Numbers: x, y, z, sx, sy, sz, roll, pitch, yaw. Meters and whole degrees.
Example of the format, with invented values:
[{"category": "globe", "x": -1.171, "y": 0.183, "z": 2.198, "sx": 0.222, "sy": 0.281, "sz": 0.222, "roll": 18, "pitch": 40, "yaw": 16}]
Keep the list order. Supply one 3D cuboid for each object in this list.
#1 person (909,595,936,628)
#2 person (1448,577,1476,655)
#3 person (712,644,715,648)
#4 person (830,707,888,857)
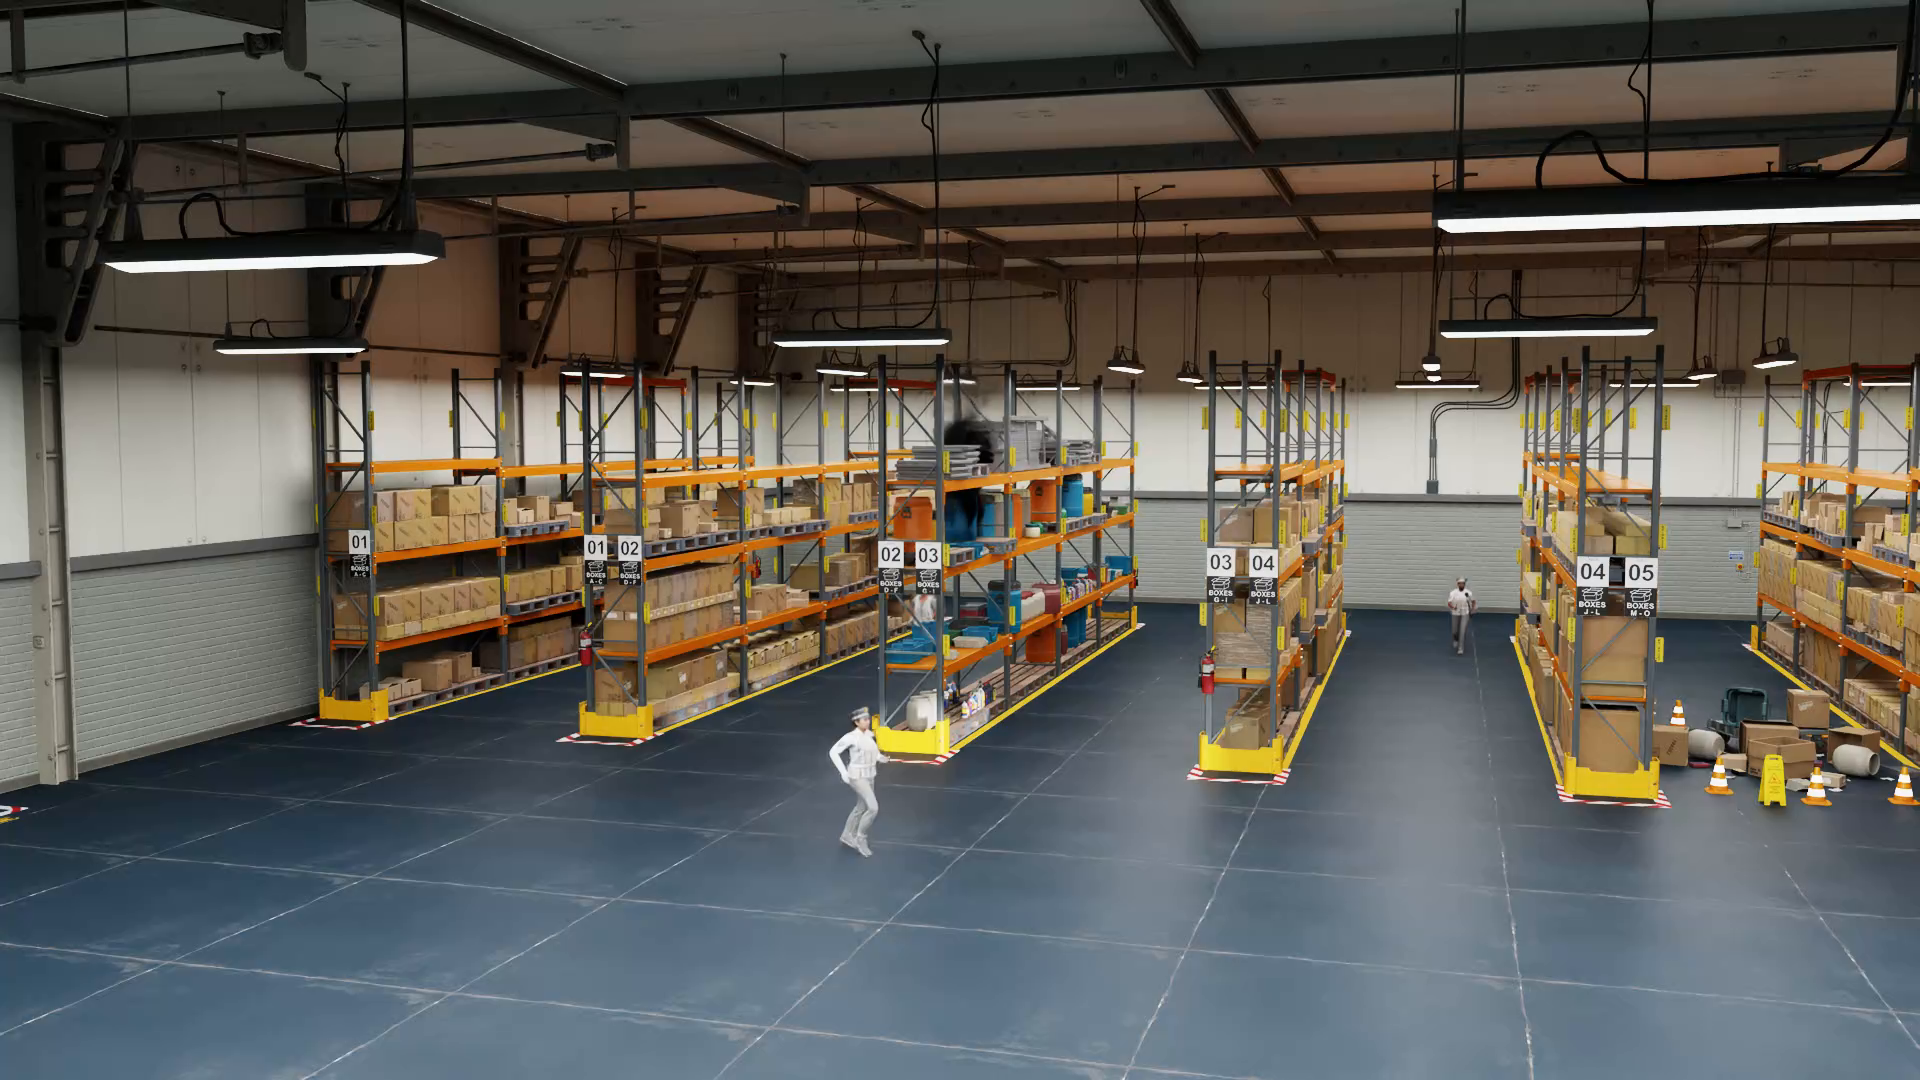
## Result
[{"category": "person", "x": -0.718, "y": 1.731, "z": 33.502, "sx": 0.657, "sy": 1.755, "sz": 0.760, "roll": 1, "pitch": 4, "yaw": 11}, {"category": "person", "x": 10.806, "y": 1.611, "z": 35.825, "sx": 0.588, "sy": 1.664, "sz": 0.770, "roll": 1, "pitch": 4, "yaw": 19}, {"category": "person", "x": -5.383, "y": 1.583, "z": 35.070, "sx": 0.658, "sy": 1.774, "sz": 0.872, "roll": 0, "pitch": 4, "yaw": 3}, {"category": "person", "x": -1.129, "y": 2.787, "z": 19.237, "sx": 0.707, "sy": 1.730, "sz": 0.577, "roll": 3, "pitch": 5, "yaw": 32}]
